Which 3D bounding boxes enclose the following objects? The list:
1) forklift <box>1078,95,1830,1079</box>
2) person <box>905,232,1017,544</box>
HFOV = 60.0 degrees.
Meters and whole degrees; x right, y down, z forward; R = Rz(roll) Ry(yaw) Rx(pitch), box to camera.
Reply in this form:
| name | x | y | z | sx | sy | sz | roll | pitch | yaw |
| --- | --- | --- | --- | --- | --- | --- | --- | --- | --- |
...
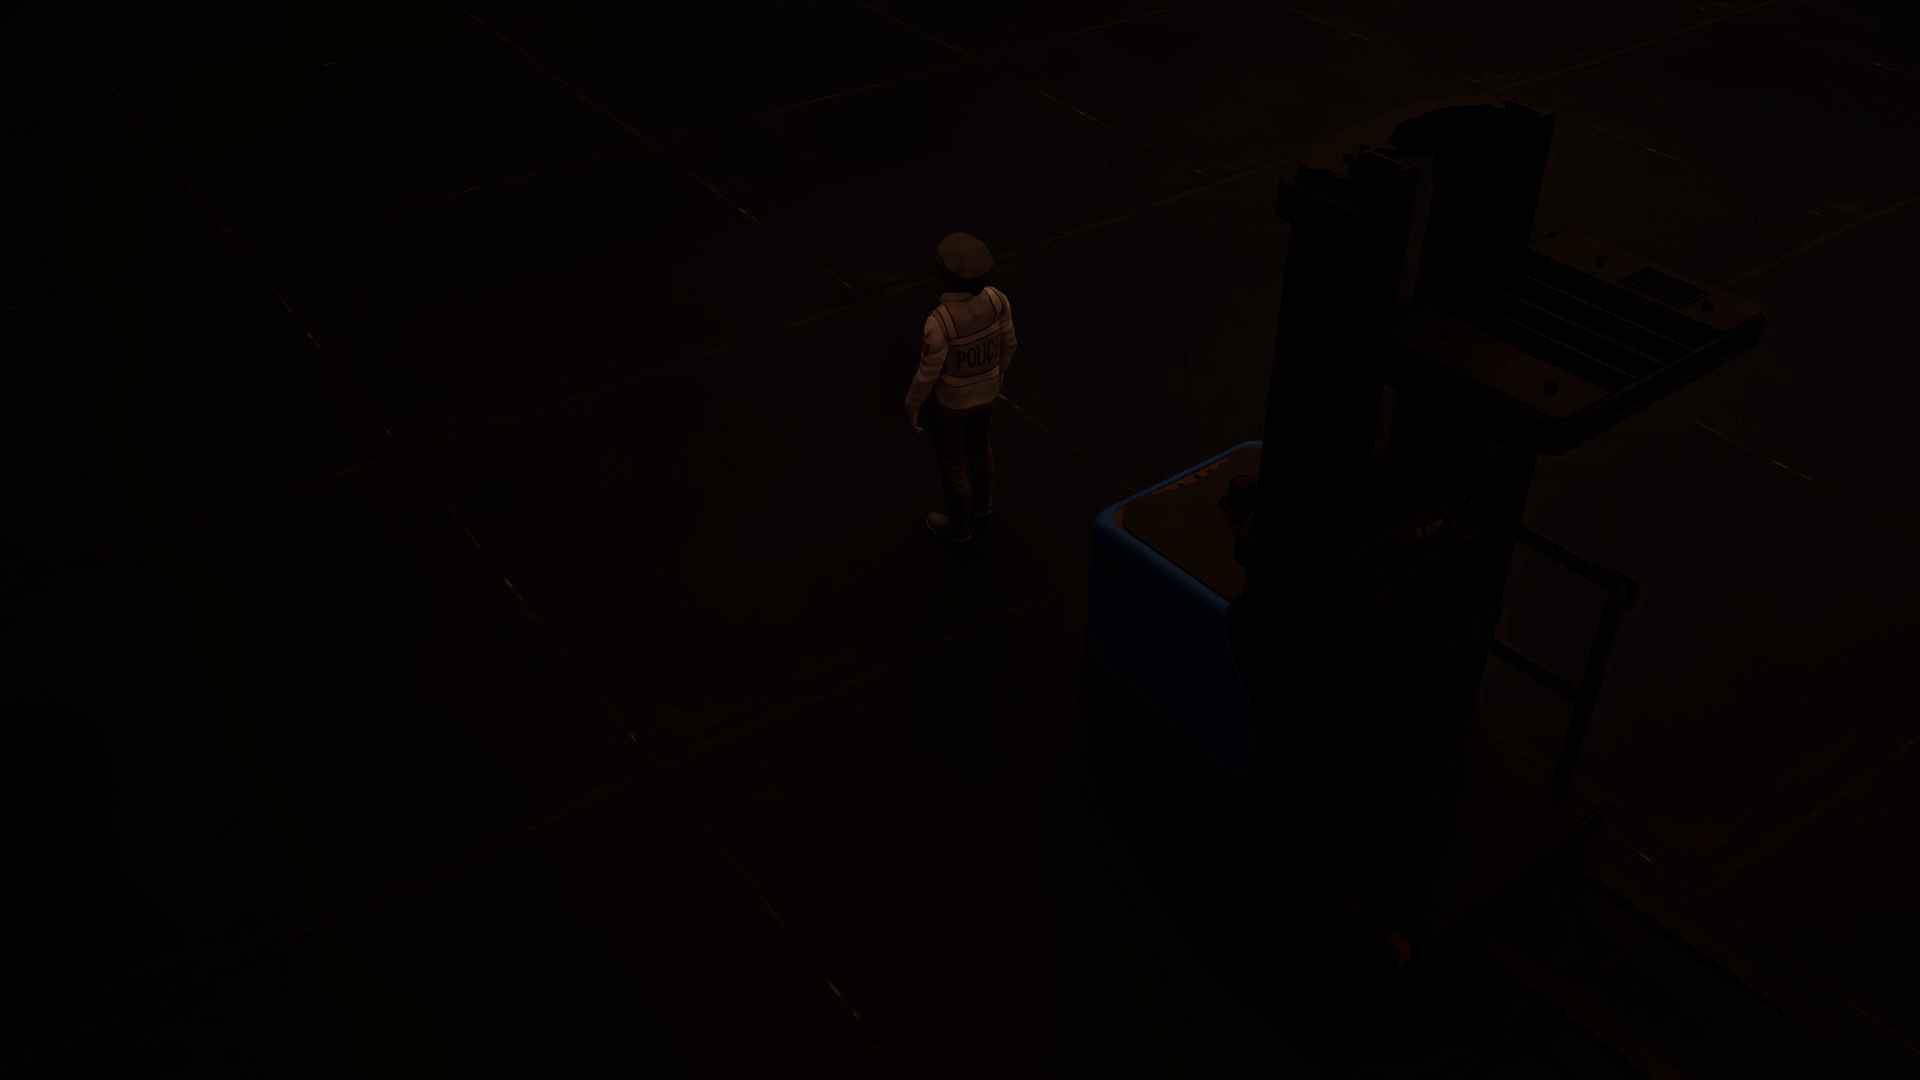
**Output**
| name | x | y | z | sx | sy | sz | roll | pitch | yaw |
| --- | --- | --- | --- | --- | --- | --- | --- | --- | --- |
| forklift | 1.824 | 0.095 | 5.816 | 1.130 | 2.935 | 3.031 | -25 | 43 | -30 |
| person | -0.034 | -0.723 | 7.950 | 0.586 | 1.694 | 0.530 | -23 | 42 | -28 |
